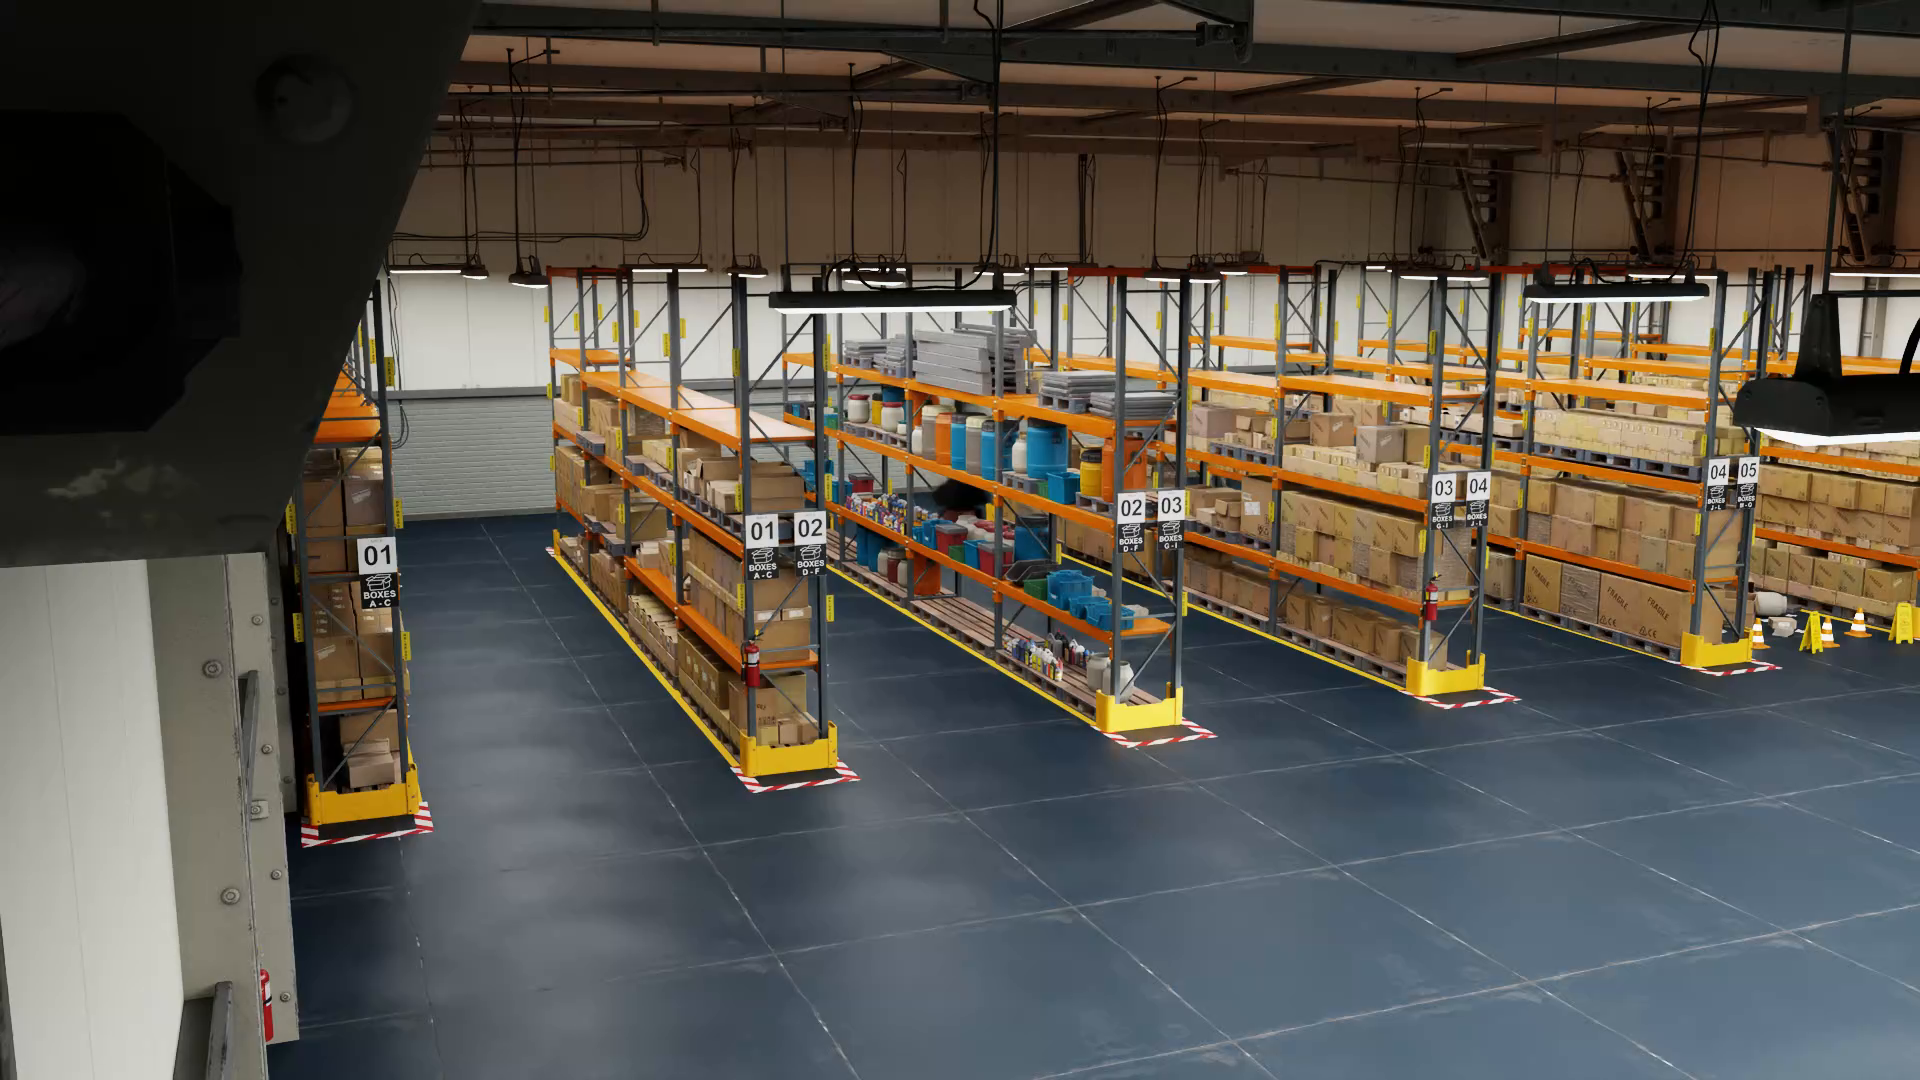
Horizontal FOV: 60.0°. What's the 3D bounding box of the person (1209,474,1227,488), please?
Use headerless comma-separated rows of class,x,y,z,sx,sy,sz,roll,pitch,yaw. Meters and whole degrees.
person,6.547,-1.880,42.492,0.552,1.746,0.789,10,14,43
